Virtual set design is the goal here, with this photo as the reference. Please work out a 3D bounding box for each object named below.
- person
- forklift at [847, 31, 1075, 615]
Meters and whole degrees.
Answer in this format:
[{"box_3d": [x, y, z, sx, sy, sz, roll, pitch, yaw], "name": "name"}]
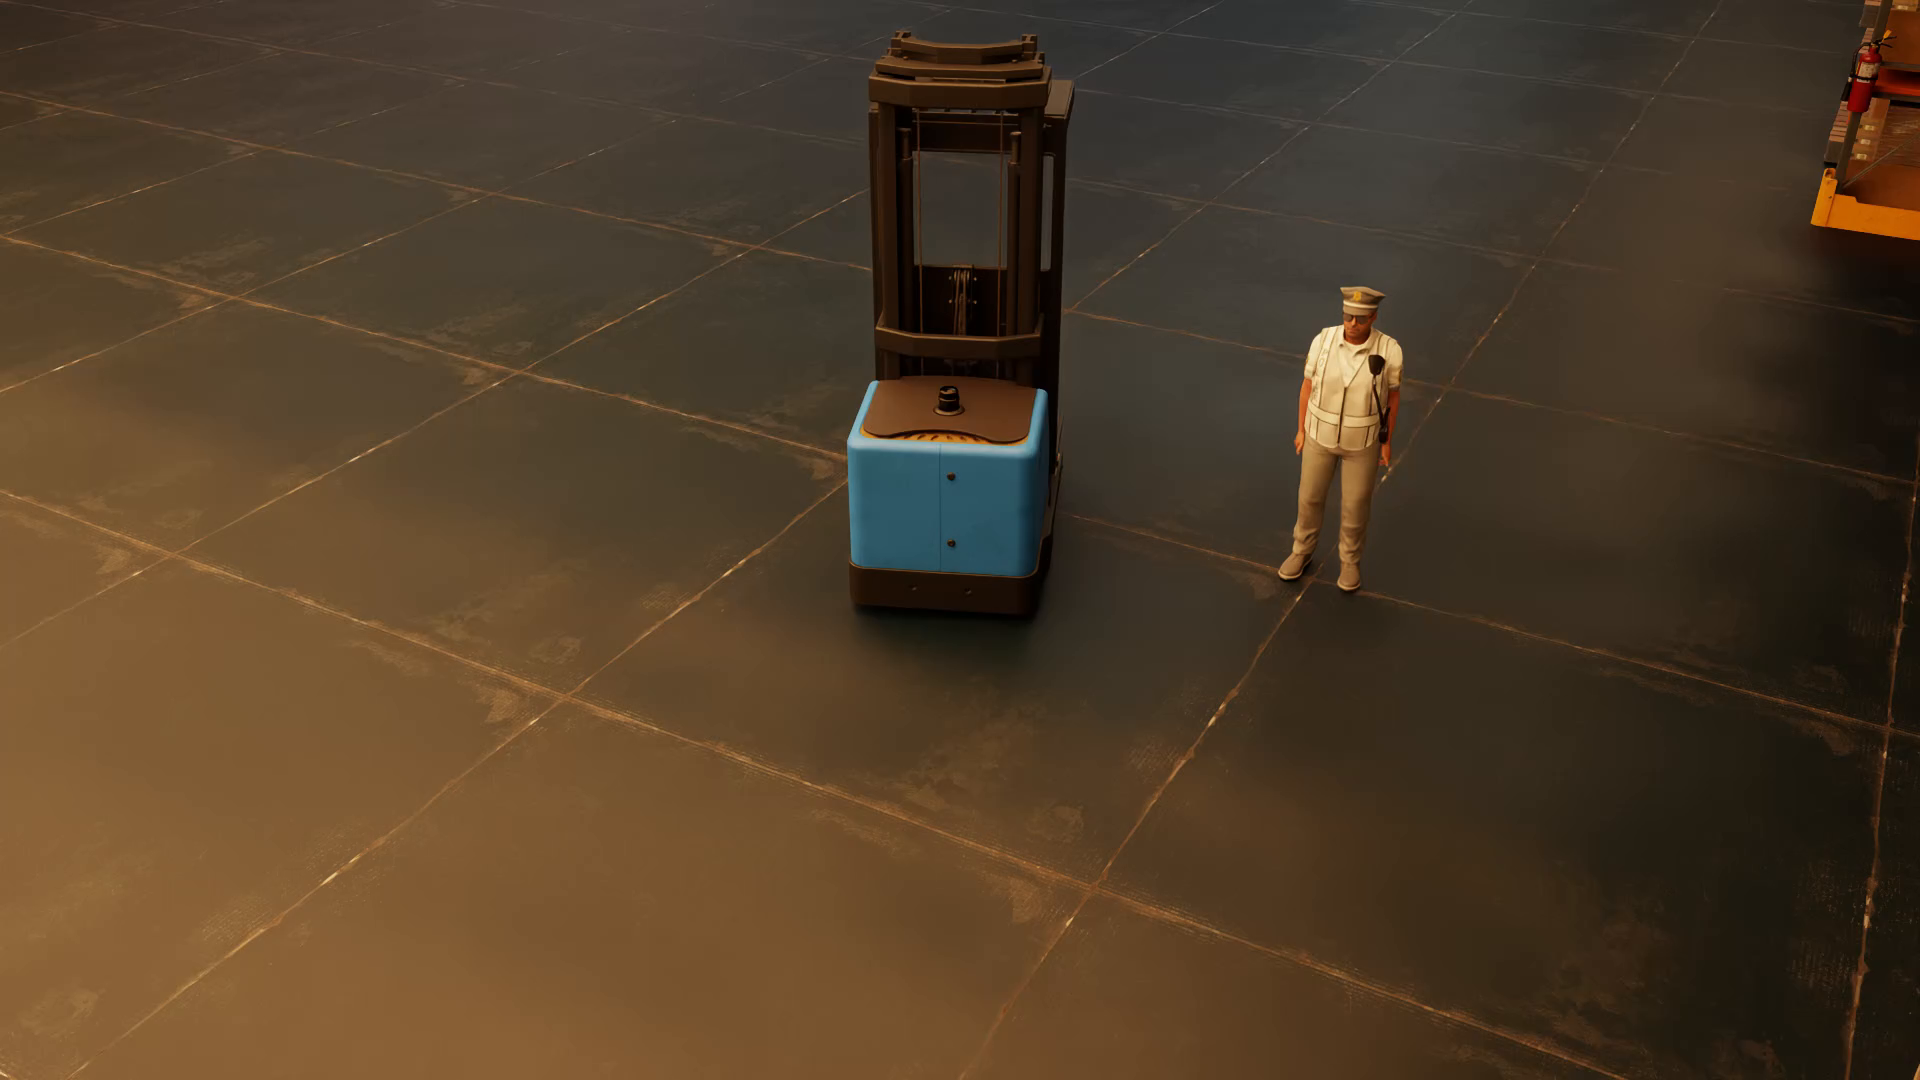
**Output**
[{"box_3d": [2.128, -0.569, 9.224, 0.544, 1.767, 0.369, 10, 32, 17], "name": "person"}, {"box_3d": [0.072, -1.572, 9.794, 1.130, 2.935, 3.031, 3, 30, 6], "name": "forklift"}]
